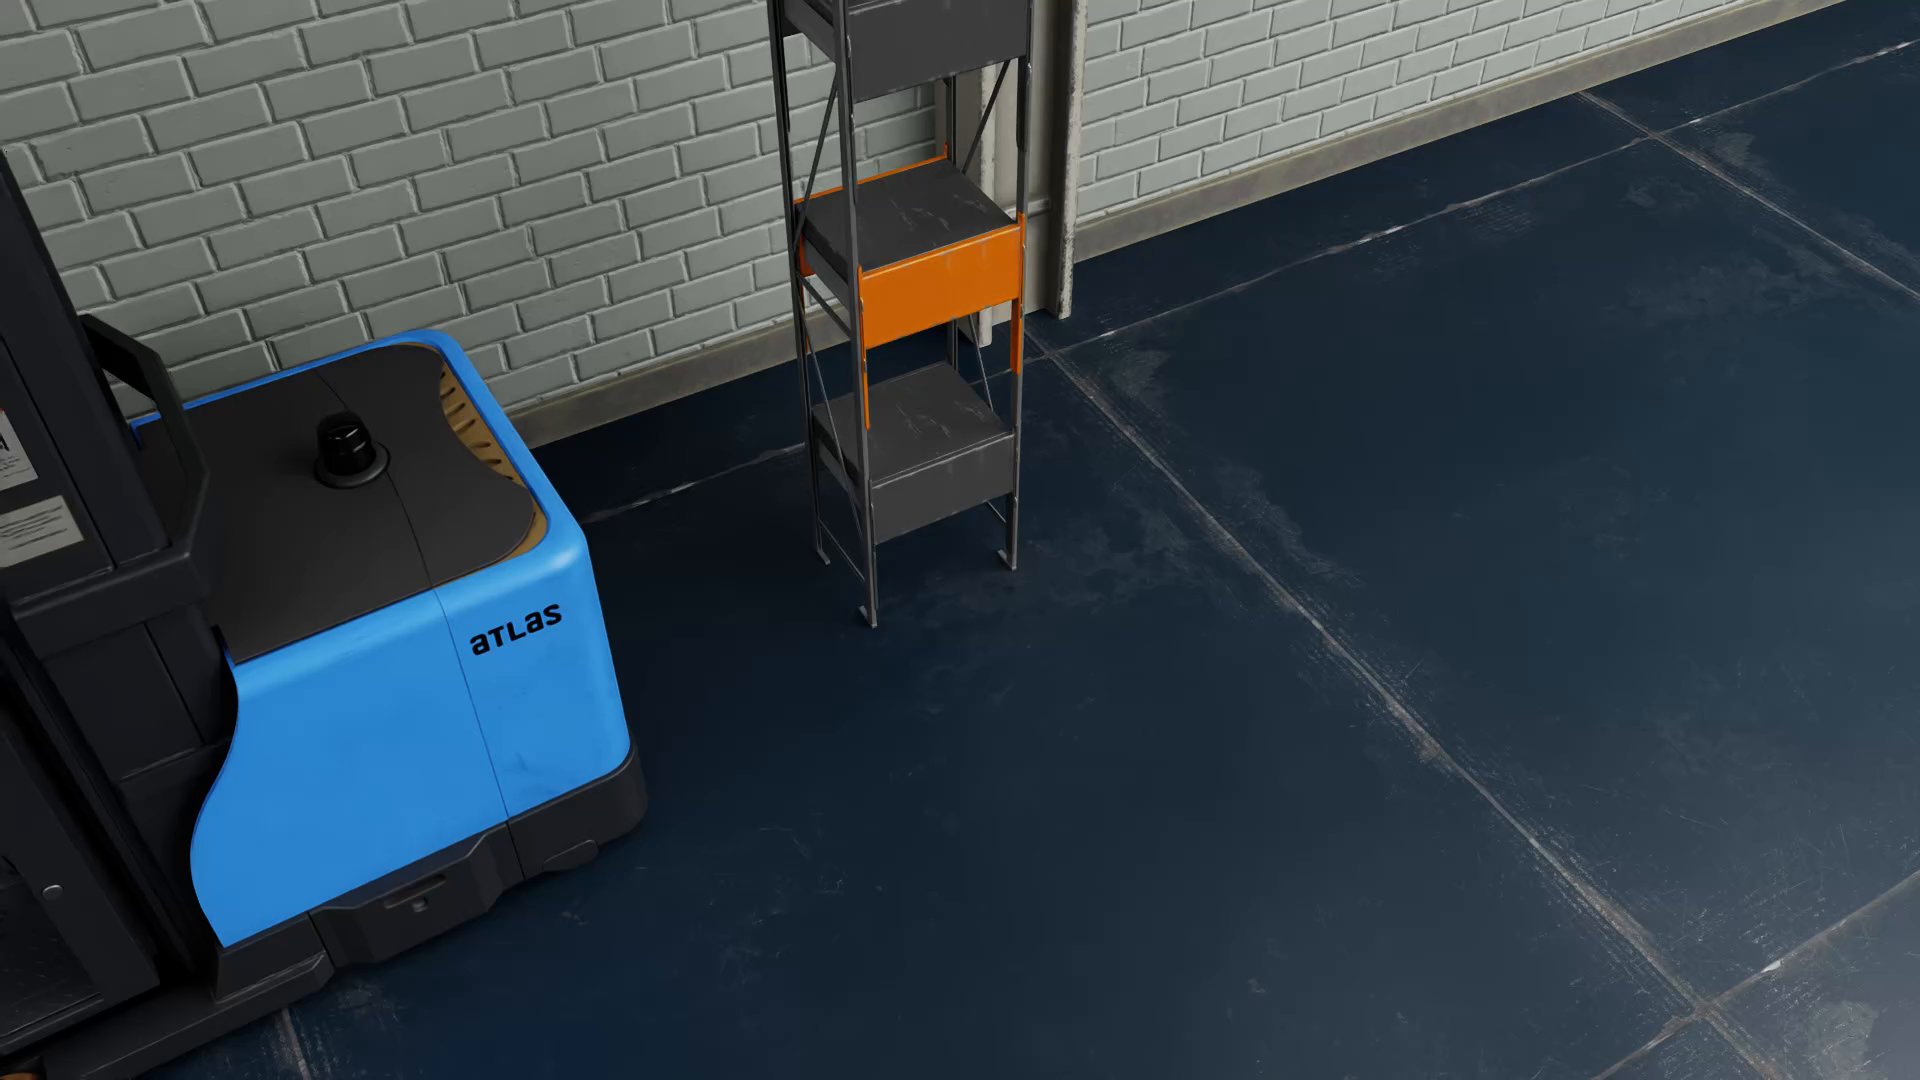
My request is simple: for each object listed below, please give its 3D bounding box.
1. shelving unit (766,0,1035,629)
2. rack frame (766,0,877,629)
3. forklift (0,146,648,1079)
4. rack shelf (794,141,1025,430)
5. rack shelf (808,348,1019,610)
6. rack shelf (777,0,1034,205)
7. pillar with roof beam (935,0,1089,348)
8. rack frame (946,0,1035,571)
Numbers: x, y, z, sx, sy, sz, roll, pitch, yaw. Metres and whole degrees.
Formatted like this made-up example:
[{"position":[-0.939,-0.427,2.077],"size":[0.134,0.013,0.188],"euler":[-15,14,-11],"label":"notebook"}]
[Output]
[{"position":[-0.144,-0.696,4.460],"size":[0.503,2.100,0.431],"euler":[-22,48,-21],"label":"shelving unit"},{"position":[-0.355,-0.611,4.372],"size":[0.015,2.100,0.400],"euler":[-22,48,-21],"label":"rack frame"},{"position":[-2.352,-0.022,3.168],"size":[3.031,2.935,1.130],"euler":[-23,49,-22],"label":"forklift"},{"position":[-0.144,-0.686,4.469],"size":[0.480,0.518,0.431],"euler":[-22,48,-21],"label":"rack shelf"},{"position":[-0.144,-0.184,4.957],"size":[0.480,0.518,0.431],"euler":[-22,48,-21],"label":"rack shelf"},{"position":[-0.143,-1.189,3.981],"size":[0.480,0.518,0.431],"euler":[-22,48,-21],"label":"rack shelf"},{"position":[2.306,-1.479,0.312],"size":[0.400,9.000,9.100],"euler":[-22,48,-21],"label":"pillar with roof beam"},{"position":[0.068,-0.781,4.547],"size":[0.015,2.100,0.400],"euler":[-22,48,-21],"label":"rack frame"}]
